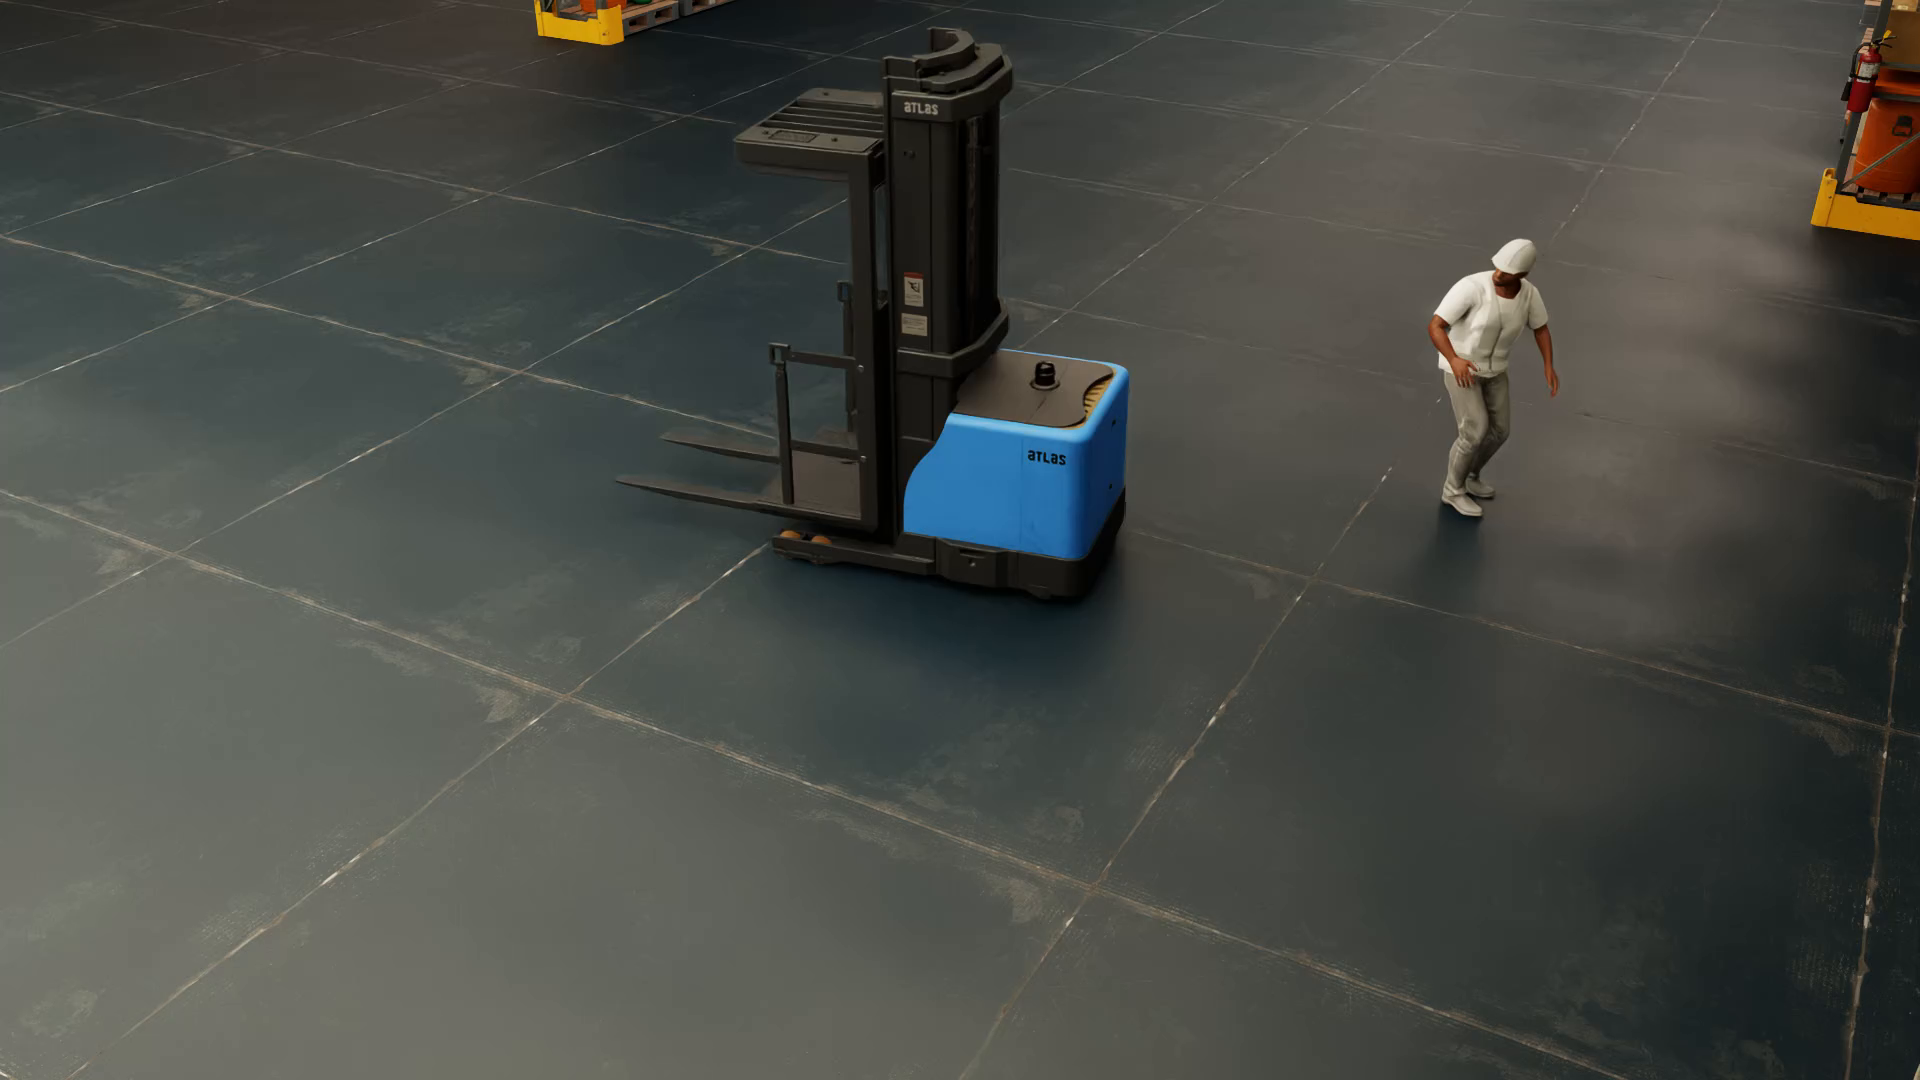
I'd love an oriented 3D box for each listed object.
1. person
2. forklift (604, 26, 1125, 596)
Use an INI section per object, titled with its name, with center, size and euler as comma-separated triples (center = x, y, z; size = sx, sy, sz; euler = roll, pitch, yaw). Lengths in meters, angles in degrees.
[person]
center = 3.225, -1.012, 10.044
size = 0.783, 1.723, 0.513
euler = -12, 32, -19
[forklift]
center = -0.600, -1.336, 9.386
size = 3.031, 2.935, 1.130
euler = 7, 31, 12
